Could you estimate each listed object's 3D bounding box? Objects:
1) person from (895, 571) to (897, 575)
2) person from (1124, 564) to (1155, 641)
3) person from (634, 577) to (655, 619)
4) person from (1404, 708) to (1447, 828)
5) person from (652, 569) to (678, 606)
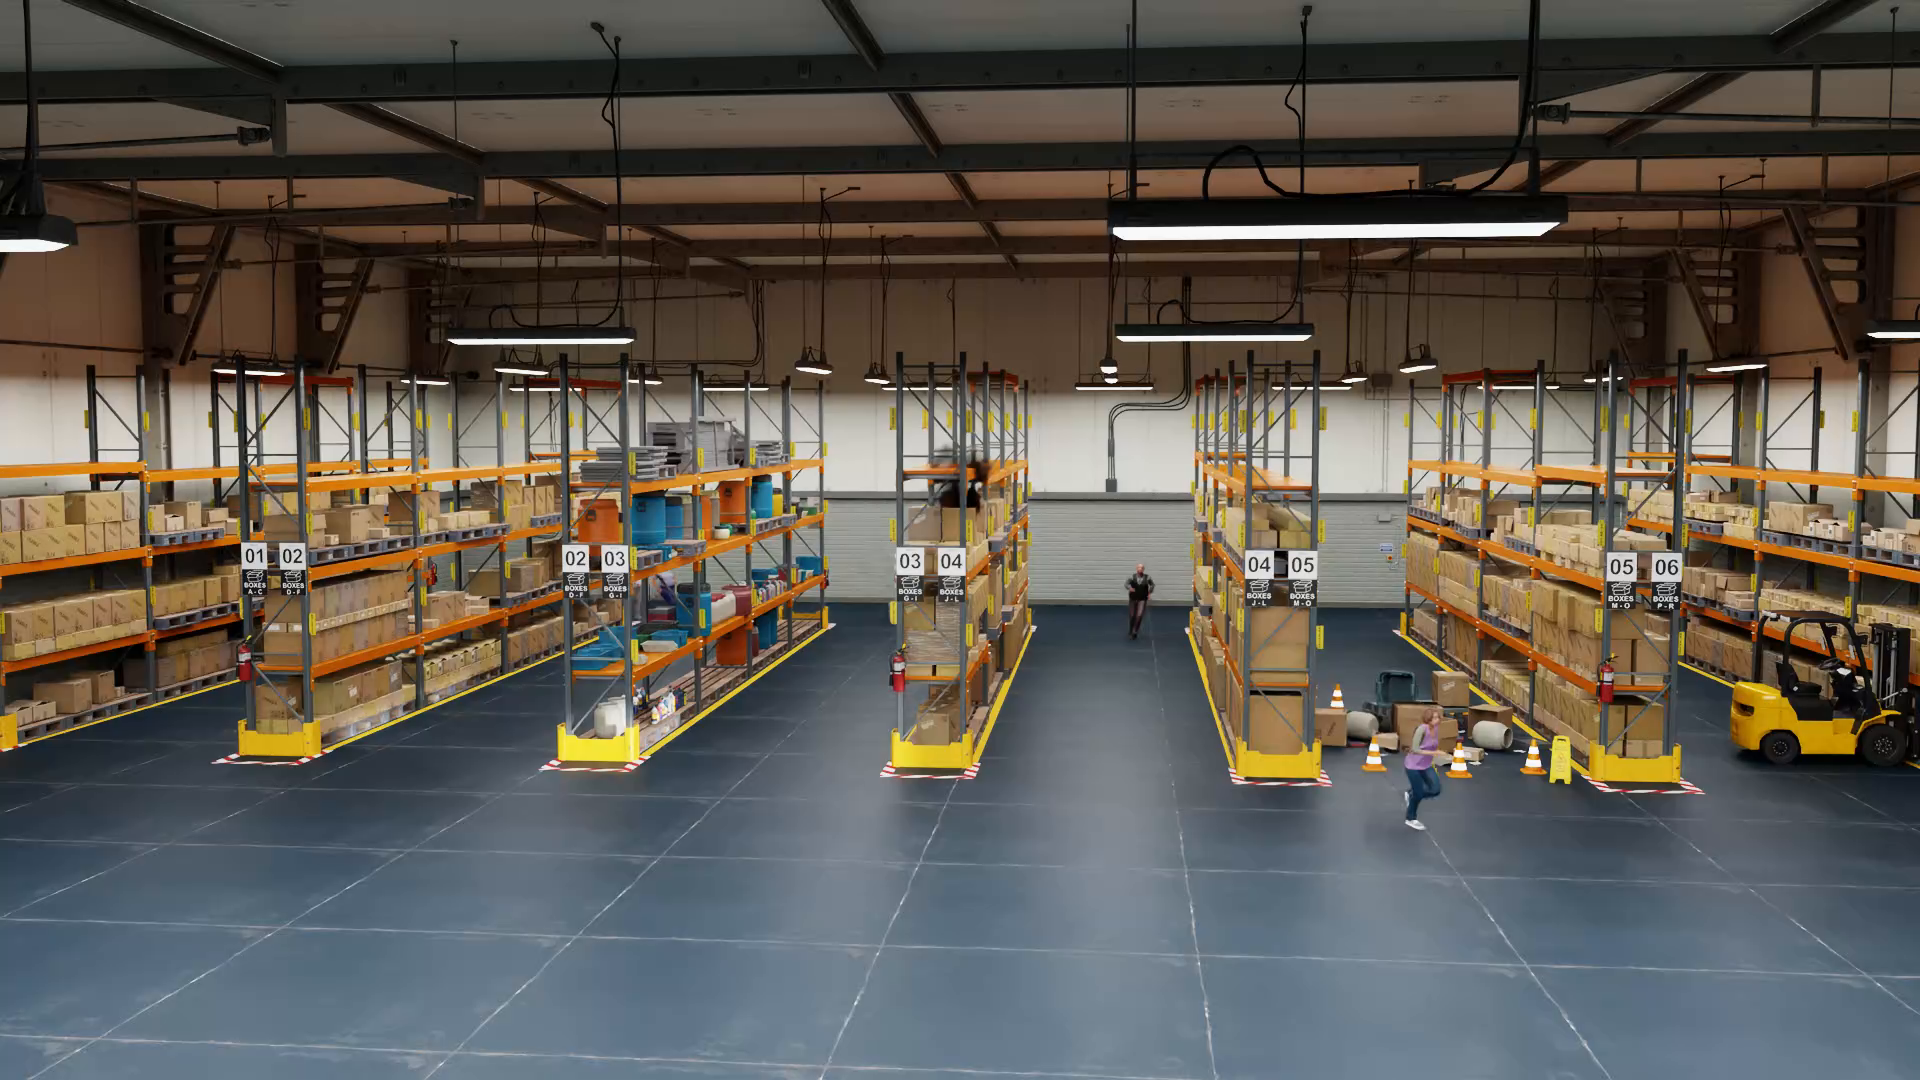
[{"bbox_3d":[-1.276,1.179,41.346,0.680,1.810,0.636,0,4,2],"label":"person"},{"bbox_3d":[4.126,1.420,38.347,0.681,1.758,0.816,1,4,13],"label":"person"},{"bbox_3d":[-8.052,1.172,42.236,0.562,1.661,0.597,3,5,33],"label":"person"},{"bbox_3d":[5.699,2.797,20.342,0.517,1.531,0.640,-3,5,-33],"label":"person"},{"bbox_3d":[-7.274,1.280,41.329,0.639,1.638,0.661,4,5,41],"label":"person"}]
